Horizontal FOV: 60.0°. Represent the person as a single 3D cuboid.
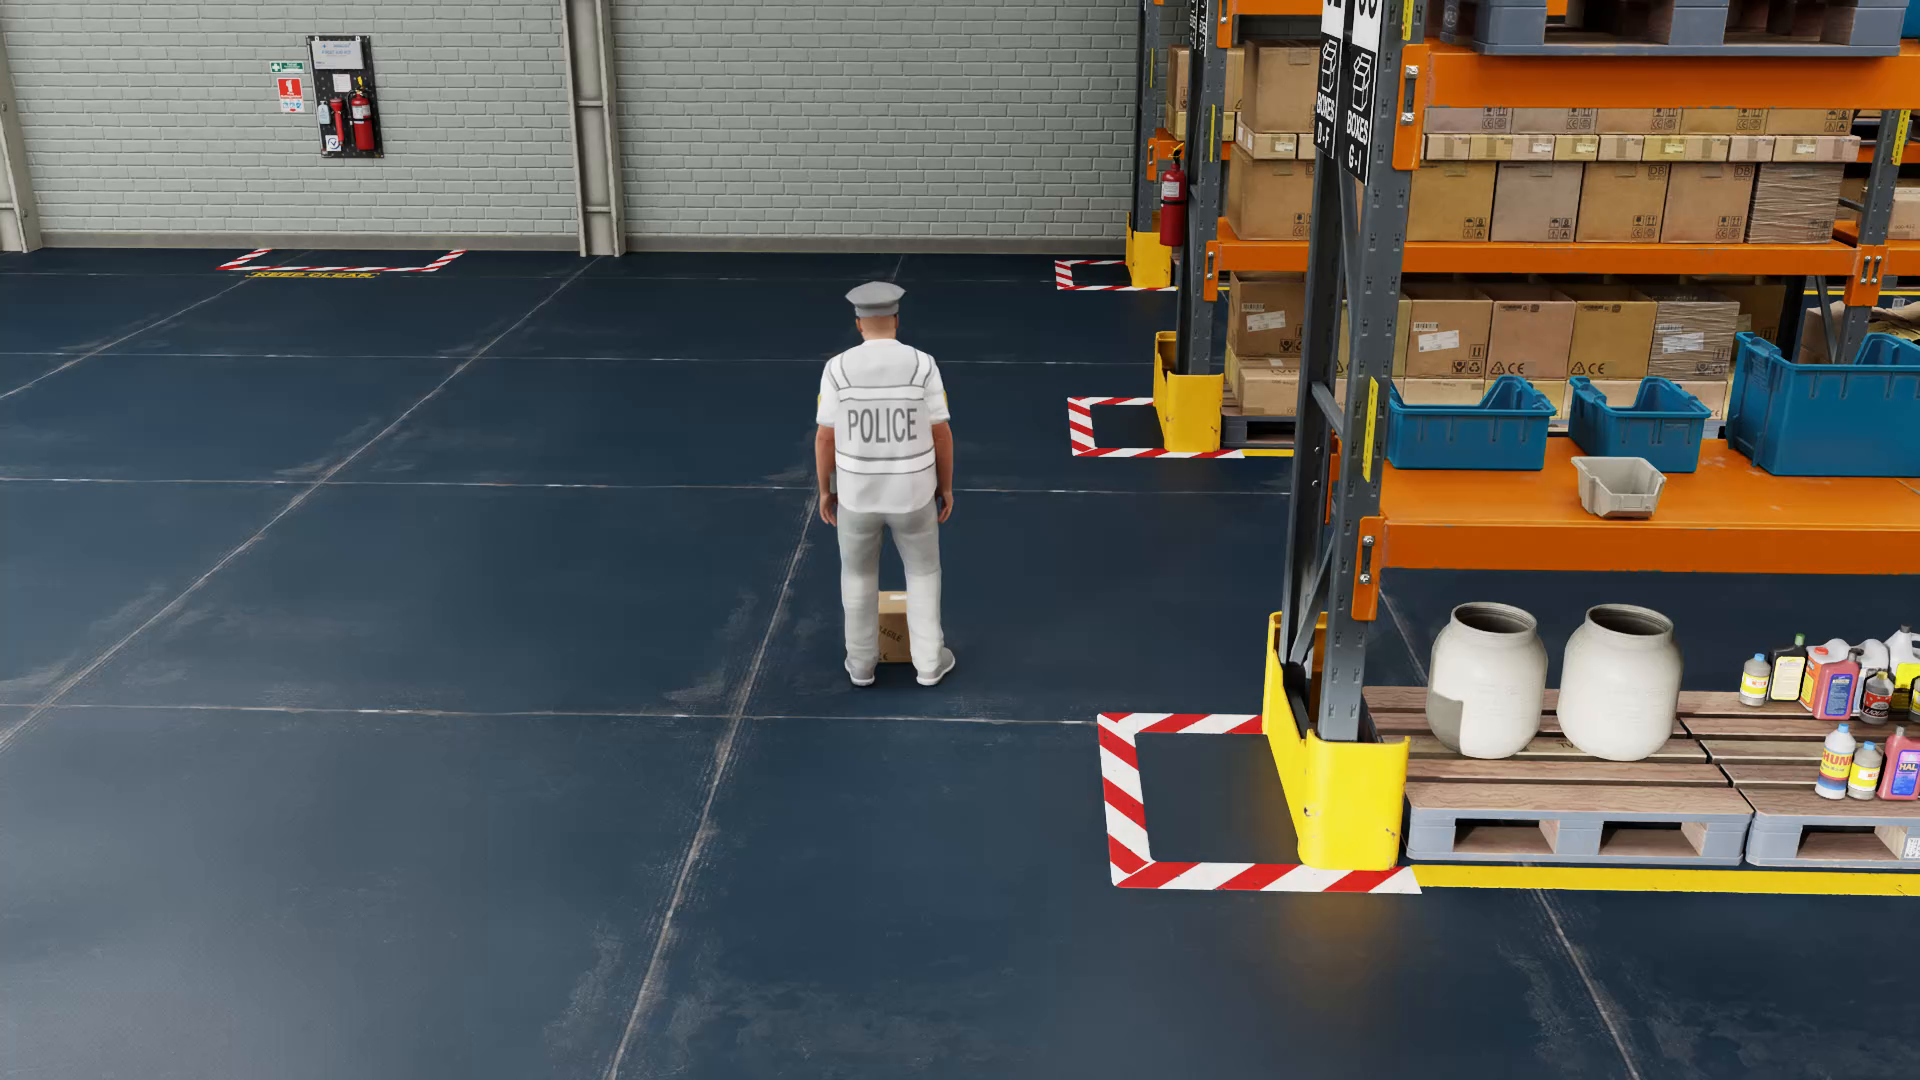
[{"bbox_3d":[-0.316,-0.204,7.111,0.591,1.746,0.436,0,21,-1],"label":"person"}]
